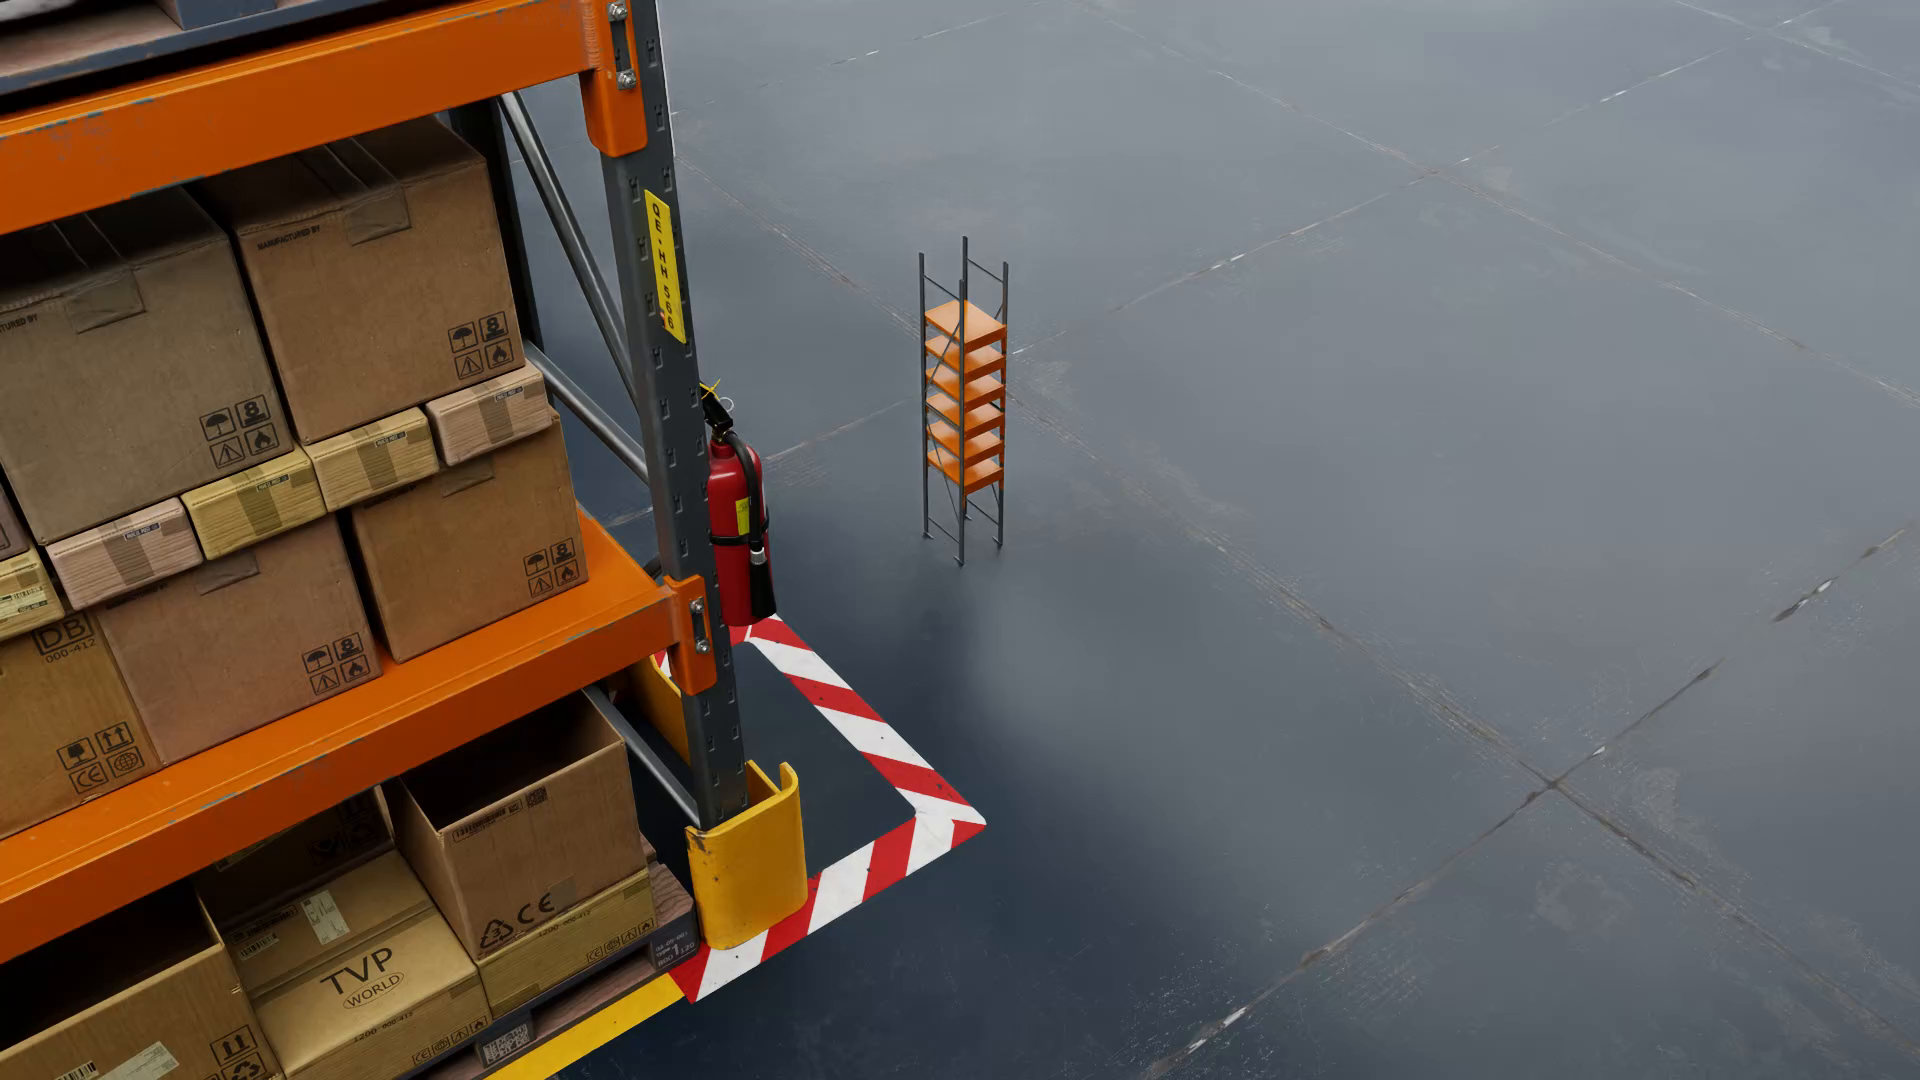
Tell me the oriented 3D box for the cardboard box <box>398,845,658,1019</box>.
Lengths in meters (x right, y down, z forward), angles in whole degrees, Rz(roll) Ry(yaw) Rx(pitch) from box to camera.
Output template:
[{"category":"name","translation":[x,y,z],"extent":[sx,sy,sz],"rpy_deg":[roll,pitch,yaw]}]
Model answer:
[{"category":"cardboard box","translation":[-1.182,0.949,4.565],"extent":[0.500,0.250,0.500],"rpy_deg":[-26,46,-28]}]

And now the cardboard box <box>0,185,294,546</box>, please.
[{"category":"cardboard box","translation":[-1.771,-0.448,3.329],"extent":[0.500,0.500,0.700],"rpy_deg":[-27,47,-29]}]

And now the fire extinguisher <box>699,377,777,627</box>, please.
[{"category":"fire extinguisher","translation":[-0.560,-0.090,4.056],"extent":[0.183,0.674,0.296],"rpy_deg":[-26,46,-28]}]

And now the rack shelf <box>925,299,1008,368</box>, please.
[{"category":"rack shelf","translation":[0.011,-0.713,5.676],"extent":[0.180,0.103,0.258],"rpy_deg":[-26,46,-28]}]

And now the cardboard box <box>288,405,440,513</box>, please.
[{"category":"cardboard box","translation":[-1.331,-0.252,3.602],"extent":[0.250,0.149,0.380],"rpy_deg":[-25,45,-27]}]

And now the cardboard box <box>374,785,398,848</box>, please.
[{"category":"cardboard box","translation":[-1.498,0.688,4.883],"extent":[0.500,0.250,0.500],"rpy_deg":[-26,46,-28]}]

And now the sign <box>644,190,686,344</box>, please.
[{"category":"sign","translation":[-0.618,-0.569,3.479],"extent":[0.005,0.325,0.100],"rpy_deg":[-26,46,-28]}]

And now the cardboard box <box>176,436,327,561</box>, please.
[{"category":"cardboard box","translation":[-1.533,-0.153,3.481],"extent":[0.250,0.149,0.380],"rpy_deg":[-27,46,-29]}]

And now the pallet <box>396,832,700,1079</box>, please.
[{"category":"pallet","translation":[-1.518,1.087,4.759],"extent":[1.213,0.211,1.003],"rpy_deg":[-26,46,-28]}]

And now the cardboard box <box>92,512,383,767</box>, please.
[{"category":"cardboard box","translation":[-1.729,0.033,3.766],"extent":[0.500,0.500,0.700],"rpy_deg":[-25,45,-27]}]

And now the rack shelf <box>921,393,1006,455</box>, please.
[{"category":"rack shelf","translation":[0.011,-0.435,5.904],"extent":[0.180,0.103,0.258],"rpy_deg":[-26,46,-28]}]

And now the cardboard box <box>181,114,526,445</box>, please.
[{"category":"cardboard box","translation":[-1.357,-0.654,3.580],"extent":[0.500,0.500,0.700],"rpy_deg":[-26,46,-28]}]

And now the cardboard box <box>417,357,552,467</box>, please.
[{"category":"cardboard box","translation":[-1.124,-0.354,3.726],"extent":[0.250,0.149,0.380],"rpy_deg":[-27,46,-29]}]

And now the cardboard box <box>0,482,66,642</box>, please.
[{"category":"cardboard box","translation":[-1.942,0.045,3.240],"extent":[0.250,0.149,0.380],"rpy_deg":[-25,45,-27]}]

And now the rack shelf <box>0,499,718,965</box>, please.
[{"category":"rack shelf","translation":[-2.523,0.743,3.546],"extent":[4.000,0.370,1.077],"rpy_deg":[-26,46,-28]}]

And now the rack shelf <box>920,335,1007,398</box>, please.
[{"category":"rack shelf","translation":[0.011,-0.621,5.752],"extent":[0.180,0.103,0.258],"rpy_deg":[-26,46,-28]}]

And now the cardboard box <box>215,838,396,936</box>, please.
[{"category":"cardboard box","translation":[-1.892,0.883,4.645],"extent":[0.500,0.250,0.500],"rpy_deg":[-26,46,-28]}]

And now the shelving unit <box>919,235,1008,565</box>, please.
[{"category":"shelving unit","translation":[0.011,-0.469,5.876],"extent":[0.189,1.200,0.258],"rpy_deg":[-26,46,-28]}]

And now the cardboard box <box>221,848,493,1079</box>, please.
[{"category":"cardboard box","translation":[-1.571,1.148,4.323],"extent":[0.500,0.250,0.500],"rpy_deg":[-26,46,-28]}]

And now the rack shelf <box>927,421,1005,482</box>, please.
[{"category":"rack shelf","translation":[0.011,-0.342,5.981],"extent":[0.180,0.103,0.258],"rpy_deg":[-26,46,-28]}]

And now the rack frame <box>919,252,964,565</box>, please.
[{"category":"rack frame","translation":[-0.061,-0.434,5.833],"extent":[0.006,1.200,0.240],"rpy_deg":[-26,46,-28]}]

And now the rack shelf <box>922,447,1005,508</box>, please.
[{"category":"rack shelf","translation":[0.011,-0.250,6.057],"extent":[0.180,0.103,0.258],"rpy_deg":[-26,46,-28]}]

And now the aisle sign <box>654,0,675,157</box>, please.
[{"category":"aisle sign","translation":[-0.706,-1.191,3.287],"extent":[0.004,0.787,0.394],"rpy_deg":[-26,46,-28]}]

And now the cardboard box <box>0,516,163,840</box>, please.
[{"category":"cardboard box","translation":[-2.126,0.222,3.536],"extent":[0.500,0.500,0.700],"rpy_deg":[-26,46,-28]}]

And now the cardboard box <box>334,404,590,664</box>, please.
[{"category":"cardboard box","translation":[-1.315,-0.173,4.017],"extent":[0.500,0.500,0.700],"rpy_deg":[-26,46,-28]}]

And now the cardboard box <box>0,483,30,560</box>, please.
[{"category":"cardboard box","translation":[-2.170,-0.253,3.091],"extent":[0.500,0.500,0.700],"rpy_deg":[-26,46,-28]}]

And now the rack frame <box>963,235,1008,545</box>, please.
[{"category":"rack frame","translation":[0.084,-0.505,5.919],"extent":[0.006,1.200,0.240],"rpy_deg":[-26,46,-28]}]

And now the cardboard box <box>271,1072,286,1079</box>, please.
[{"category":"cardboard box","translation":[-1.967,1.342,4.086],"extent":[0.500,0.250,0.500],"rpy_deg":[-26,46,-28]}]

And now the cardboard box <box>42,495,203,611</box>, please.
[{"category":"cardboard box","translation":[-1.734,-0.057,3.364],"extent":[0.250,0.149,0.380],"rpy_deg":[-25,46,-28]}]

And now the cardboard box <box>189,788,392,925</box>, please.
[{"category":"cardboard box","translation":[-1.893,0.592,4.408],"extent":[0.500,0.500,0.500],"rpy_deg":[-26,46,-28]}]

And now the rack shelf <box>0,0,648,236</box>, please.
[{"category":"rack shelf","translation":[-2.523,-0.417,2.595],"extent":[4.000,0.370,1.077],"rpy_deg":[-26,46,-28]}]

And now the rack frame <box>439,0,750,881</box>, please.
[{"category":"rack frame","translation":[-0.937,-0.308,4.260],"extent":[0.127,3.000,1.000],"rpy_deg":[-26,46,-28]}]

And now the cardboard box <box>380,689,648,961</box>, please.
[{"category":"cardboard box","translation":[-1.181,0.660,4.326],"extent":[0.500,0.500,0.500],"rpy_deg":[-26,46,-28]}]

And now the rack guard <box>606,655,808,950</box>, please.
[{"category":"rack guard","translation":[-0.918,0.649,5.065],"extent":[0.348,0.500,1.175],"rpy_deg":[-26,46,-28]}]

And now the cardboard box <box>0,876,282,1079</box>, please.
[{"category":"cardboard box","translation":[-1.965,1.054,3.846],"extent":[0.500,0.500,0.500],"rpy_deg":[-26,46,-28]}]

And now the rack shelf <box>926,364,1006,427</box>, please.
[{"category":"rack shelf","translation":[0.011,-0.528,5.828],"extent":[0.180,0.103,0.258],"rpy_deg":[-26,46,-28]}]
